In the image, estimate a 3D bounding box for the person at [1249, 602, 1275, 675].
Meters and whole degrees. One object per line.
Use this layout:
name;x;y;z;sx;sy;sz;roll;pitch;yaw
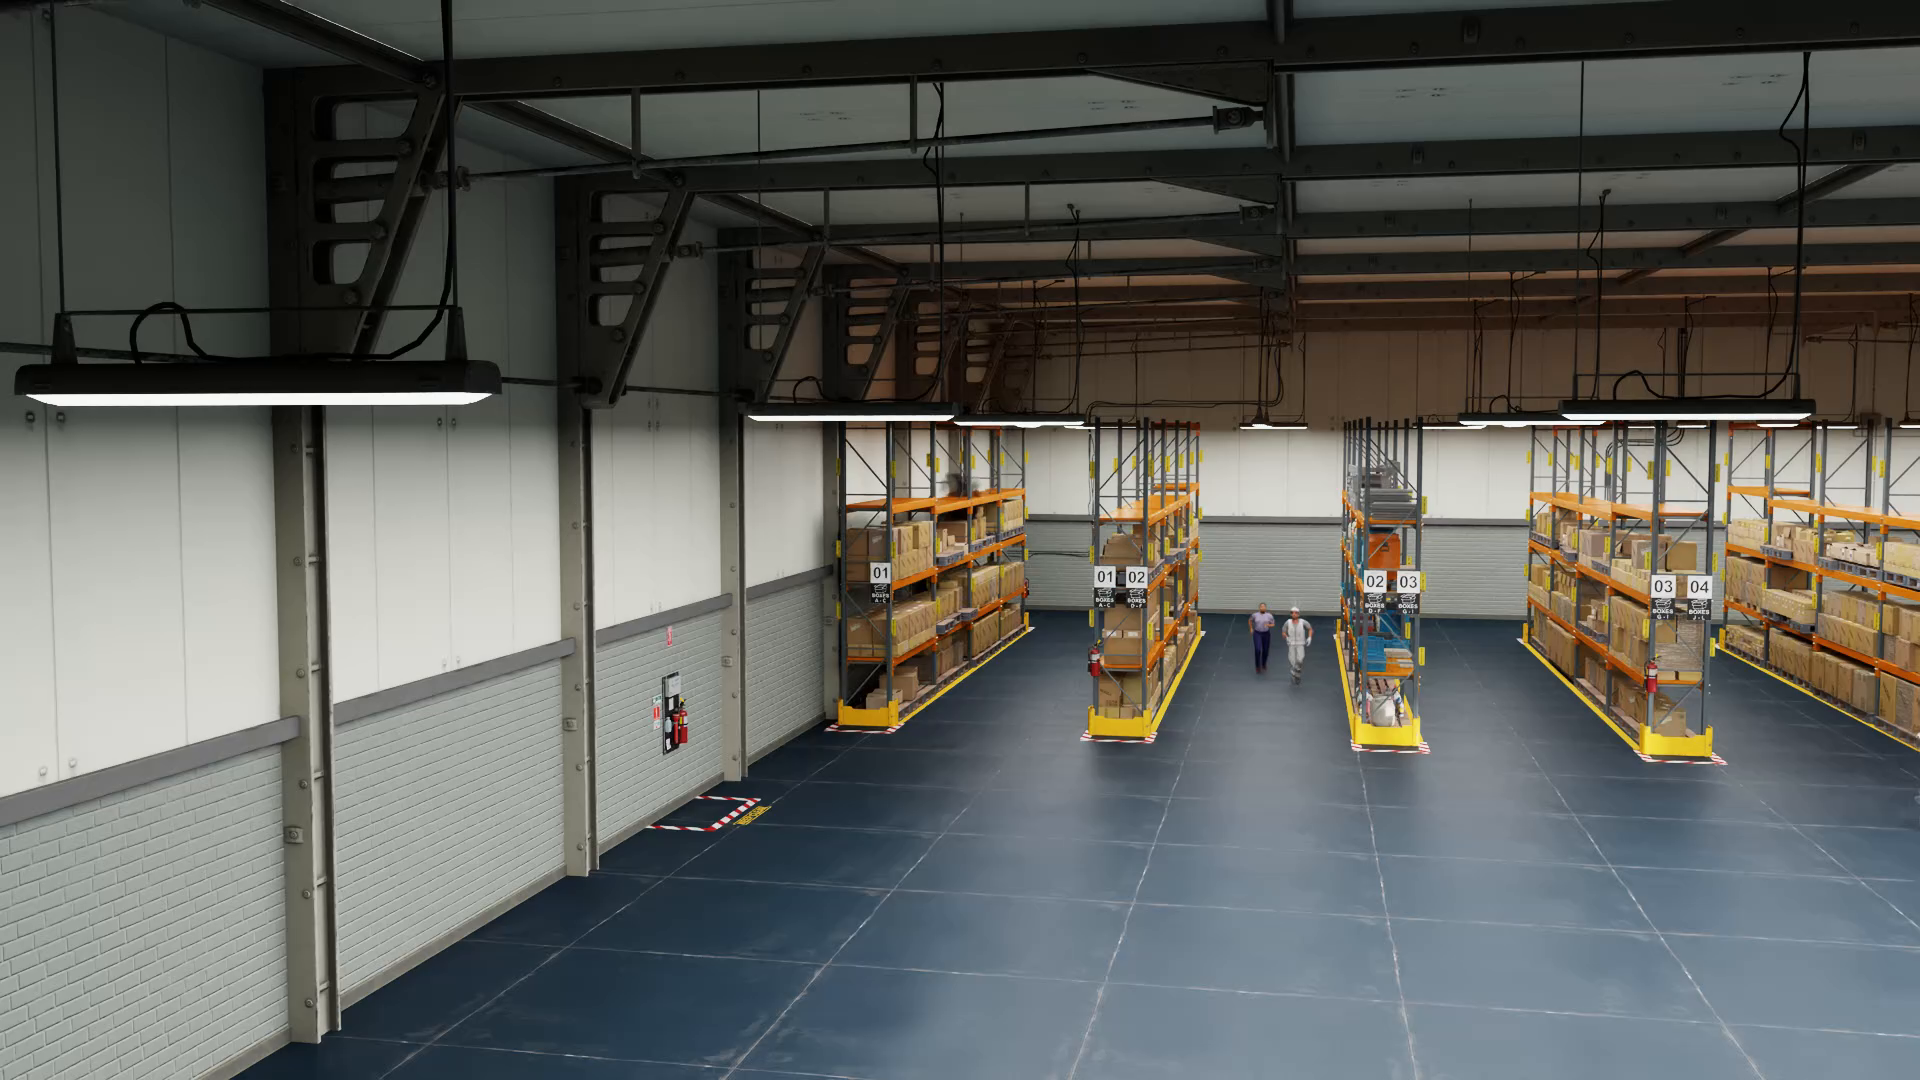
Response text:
person;7.191;2.339;39.602;0.582;1.695;0.775;0;4;2

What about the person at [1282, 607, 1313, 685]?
person;7.611;2.401;37.630;0.673;1.751;0.656;1;4;18
